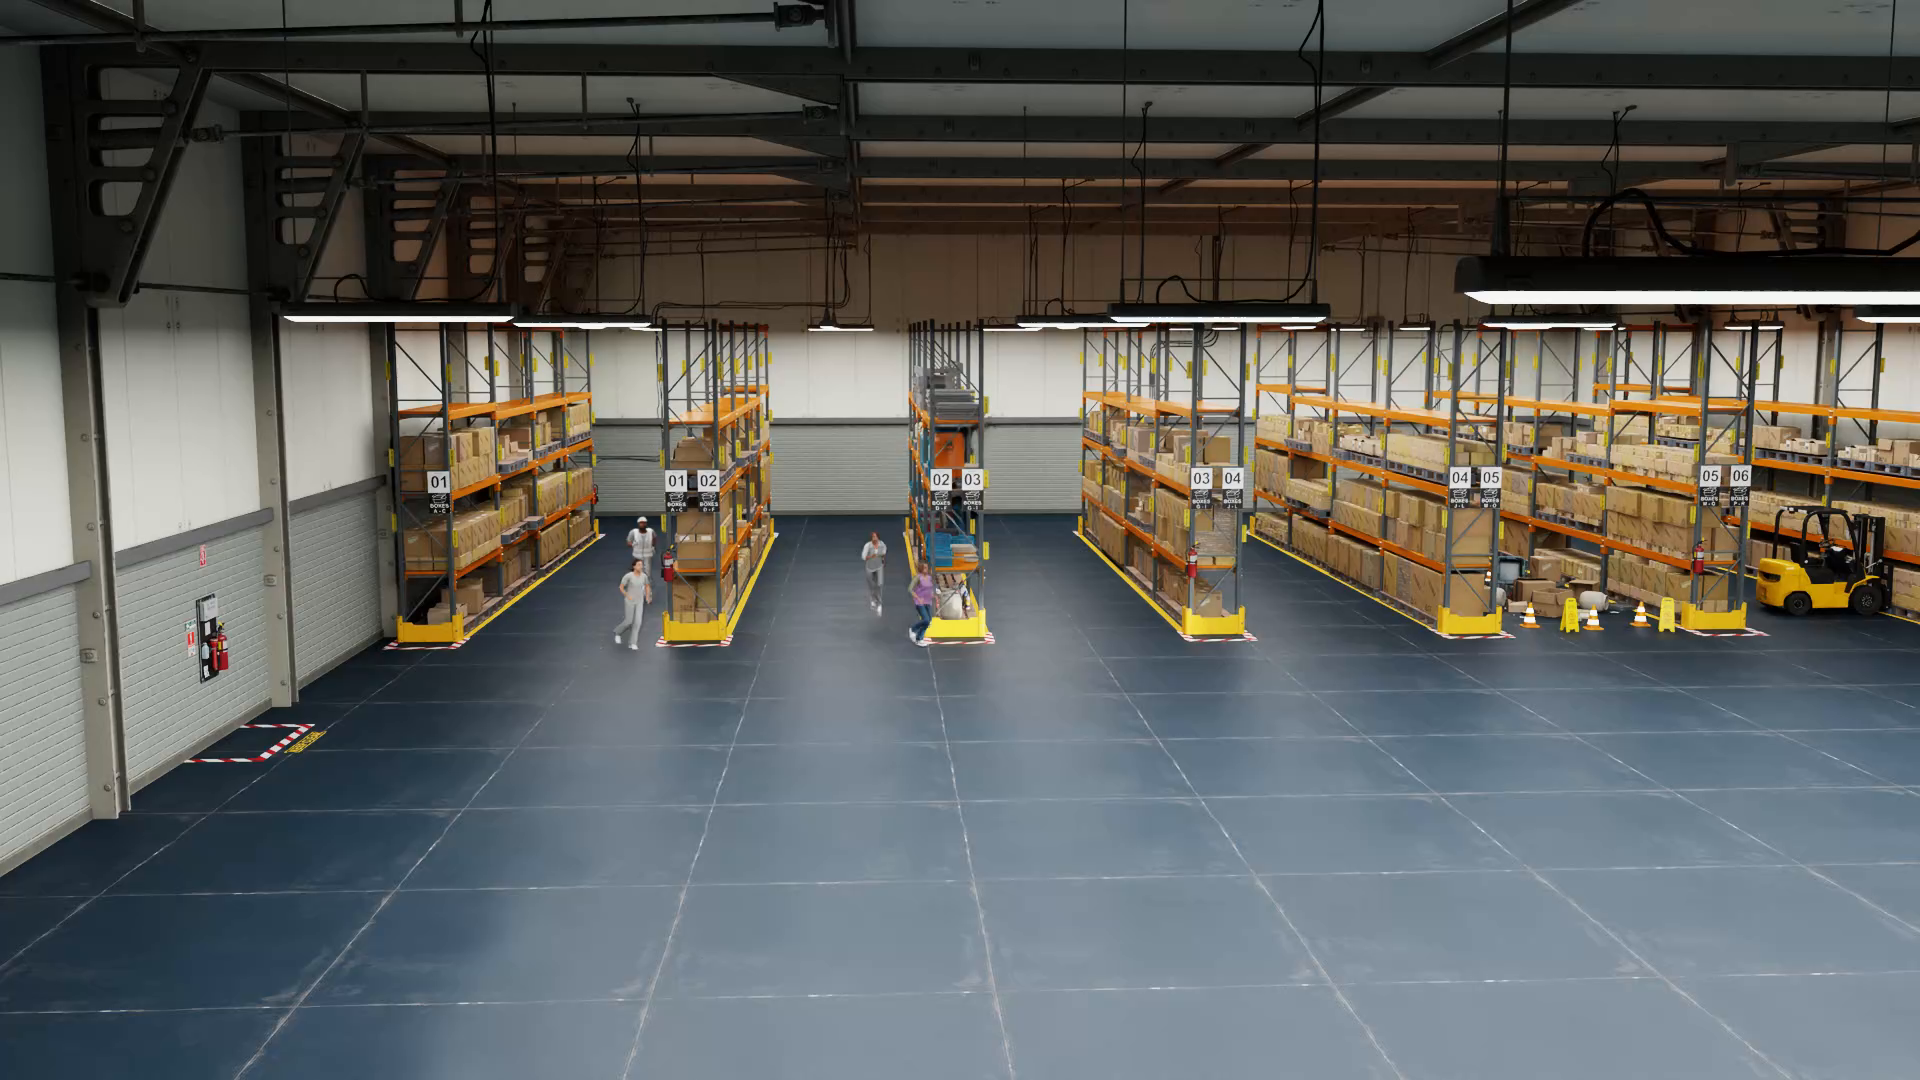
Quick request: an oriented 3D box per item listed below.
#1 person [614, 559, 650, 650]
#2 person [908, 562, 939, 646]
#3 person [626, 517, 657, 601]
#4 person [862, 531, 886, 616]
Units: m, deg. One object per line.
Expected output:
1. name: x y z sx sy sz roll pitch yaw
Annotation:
1. person: -5.958 1.145 30.534 0.604 1.634 0.753 -5 9 -36
2. person: -0.675 1.180 30.579 0.529 1.554 0.516 6 9 41
3. person: -6.896 0.408 36.032 0.644 1.851 0.780 -1 7 -9
4. person: -1.681 0.631 32.686 0.521 1.650 0.765 -1 7 -9
